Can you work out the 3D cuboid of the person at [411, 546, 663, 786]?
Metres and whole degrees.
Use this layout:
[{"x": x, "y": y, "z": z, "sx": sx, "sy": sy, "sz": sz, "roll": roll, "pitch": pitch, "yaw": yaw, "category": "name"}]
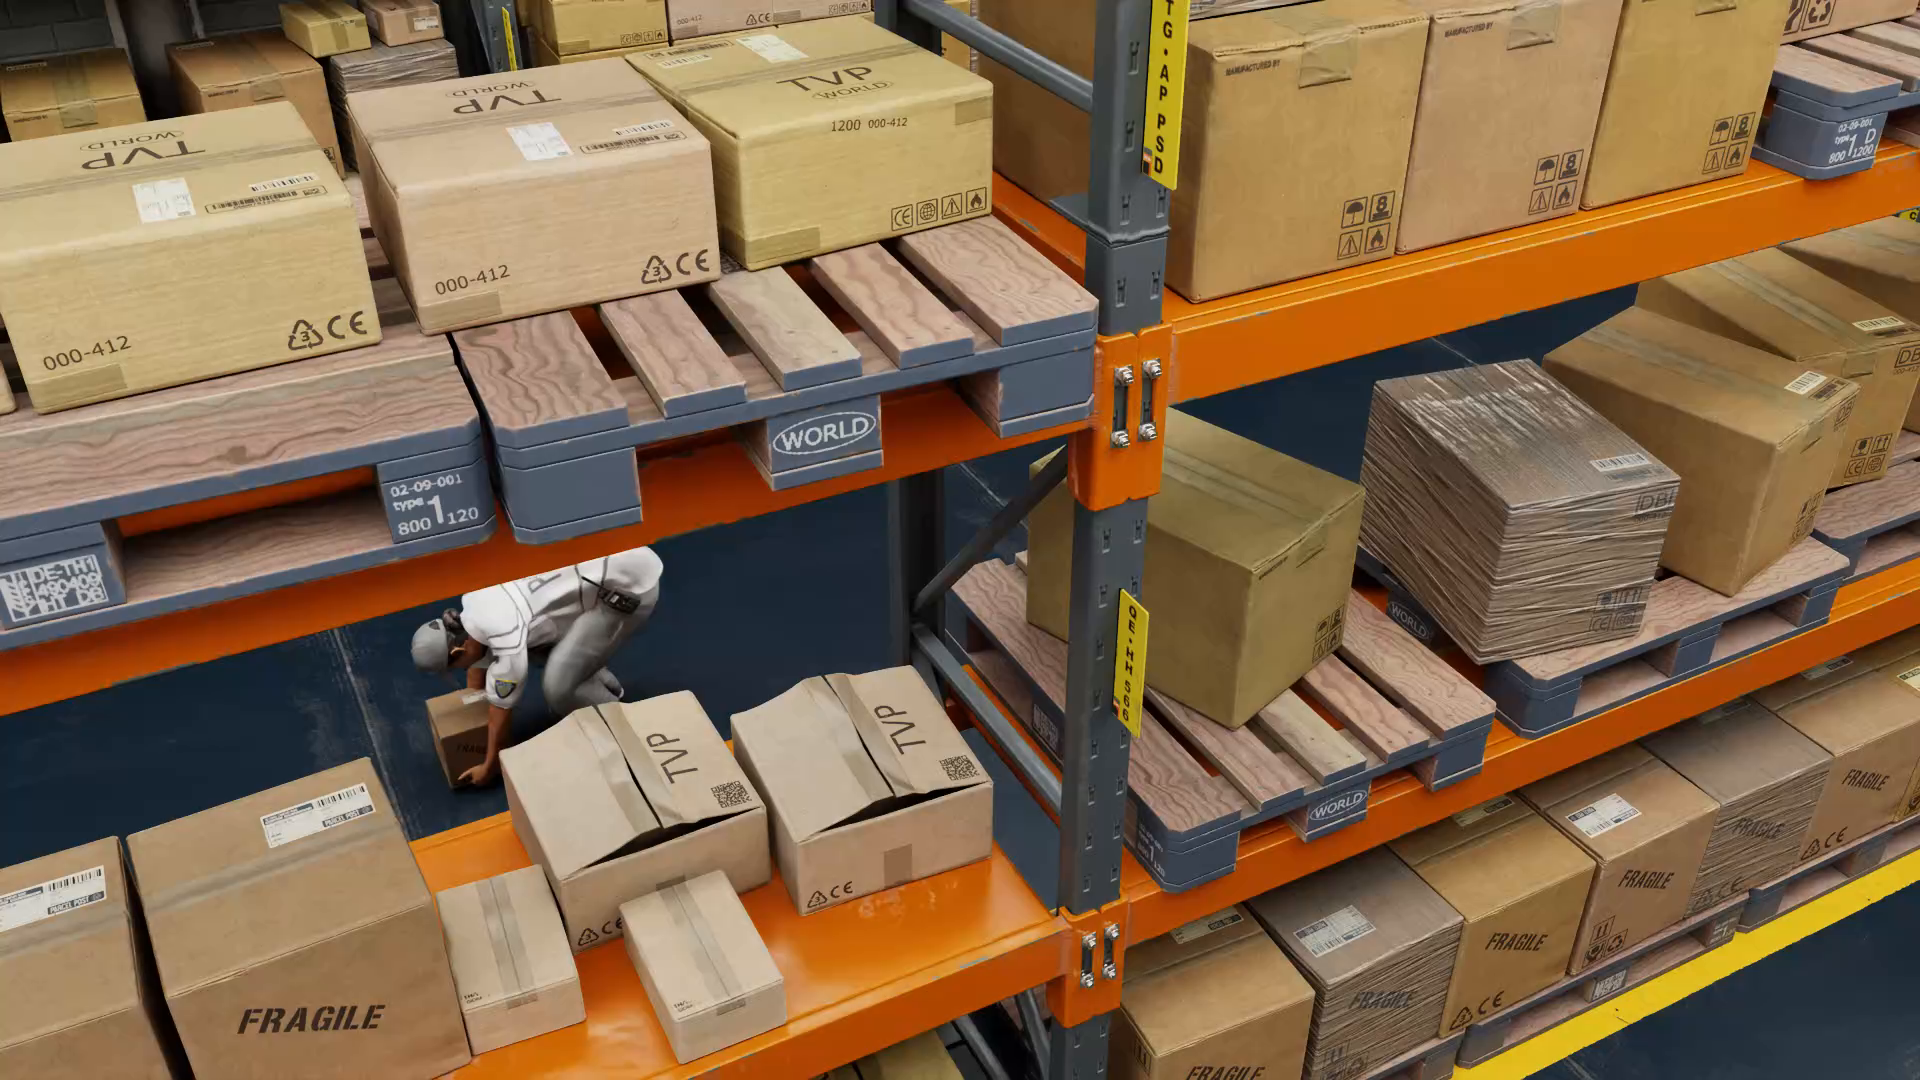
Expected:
[{"x": -1.566, "y": 0.411, "z": 6.222, "sx": 0.915, "sy": 0.886, "sz": 0.520, "roll": -18, "pitch": 37, "yaw": -25, "category": "person"}]
